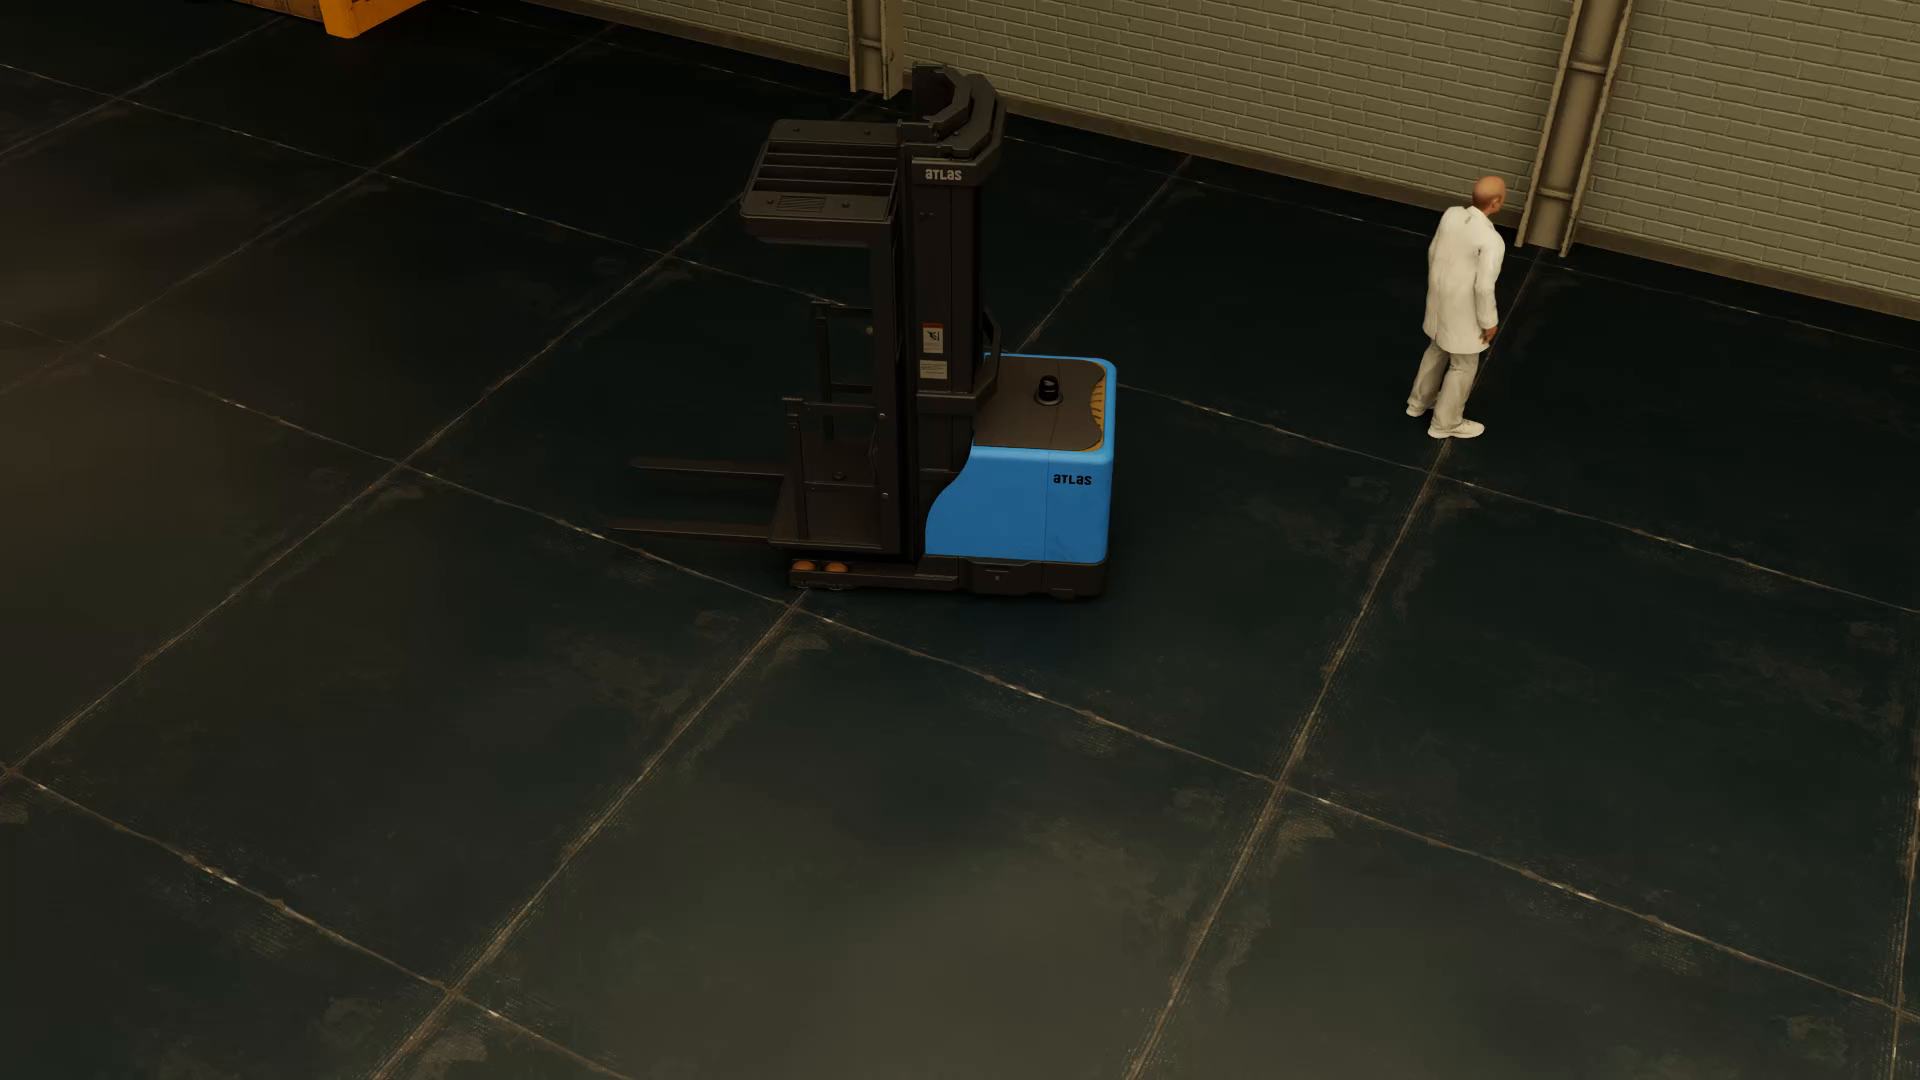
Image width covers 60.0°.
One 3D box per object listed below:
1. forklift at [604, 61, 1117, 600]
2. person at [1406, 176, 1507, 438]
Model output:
[{"bbox_3d":[-0.606,-1.157,9.360,3.031,2.935,1.130,3,40,4],"label":"forklift"},{"bbox_3d":[3.209,-1.506,10.673,0.423,1.774,0.655,-14,42,-16],"label":"person"}]
